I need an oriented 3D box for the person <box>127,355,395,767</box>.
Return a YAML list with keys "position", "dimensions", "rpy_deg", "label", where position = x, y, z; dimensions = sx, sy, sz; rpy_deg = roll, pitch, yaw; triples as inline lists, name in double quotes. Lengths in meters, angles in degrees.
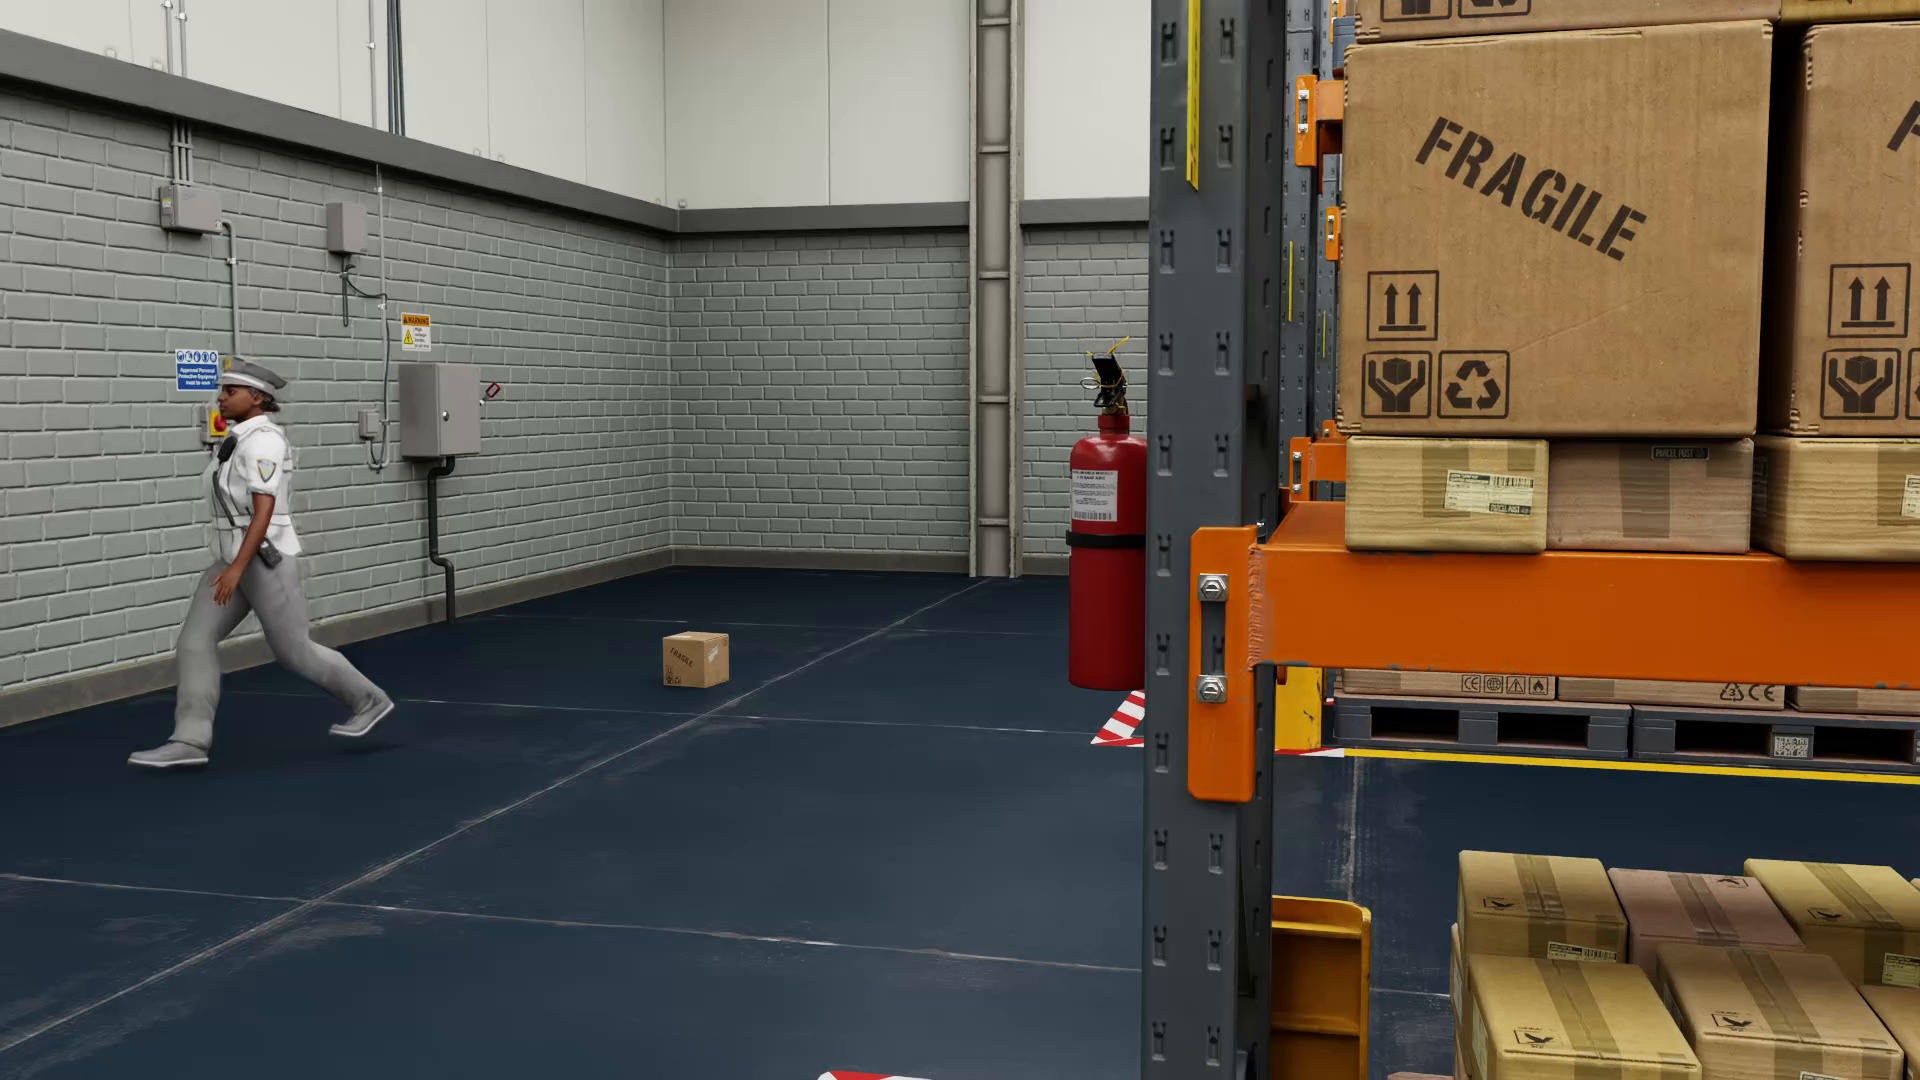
- position: [-2.832, 0.073, 6.736]
  dimensions: [1.016, 1.637, 0.469]
  rpy_deg: [-5, 7, -44]
  label: "person"
